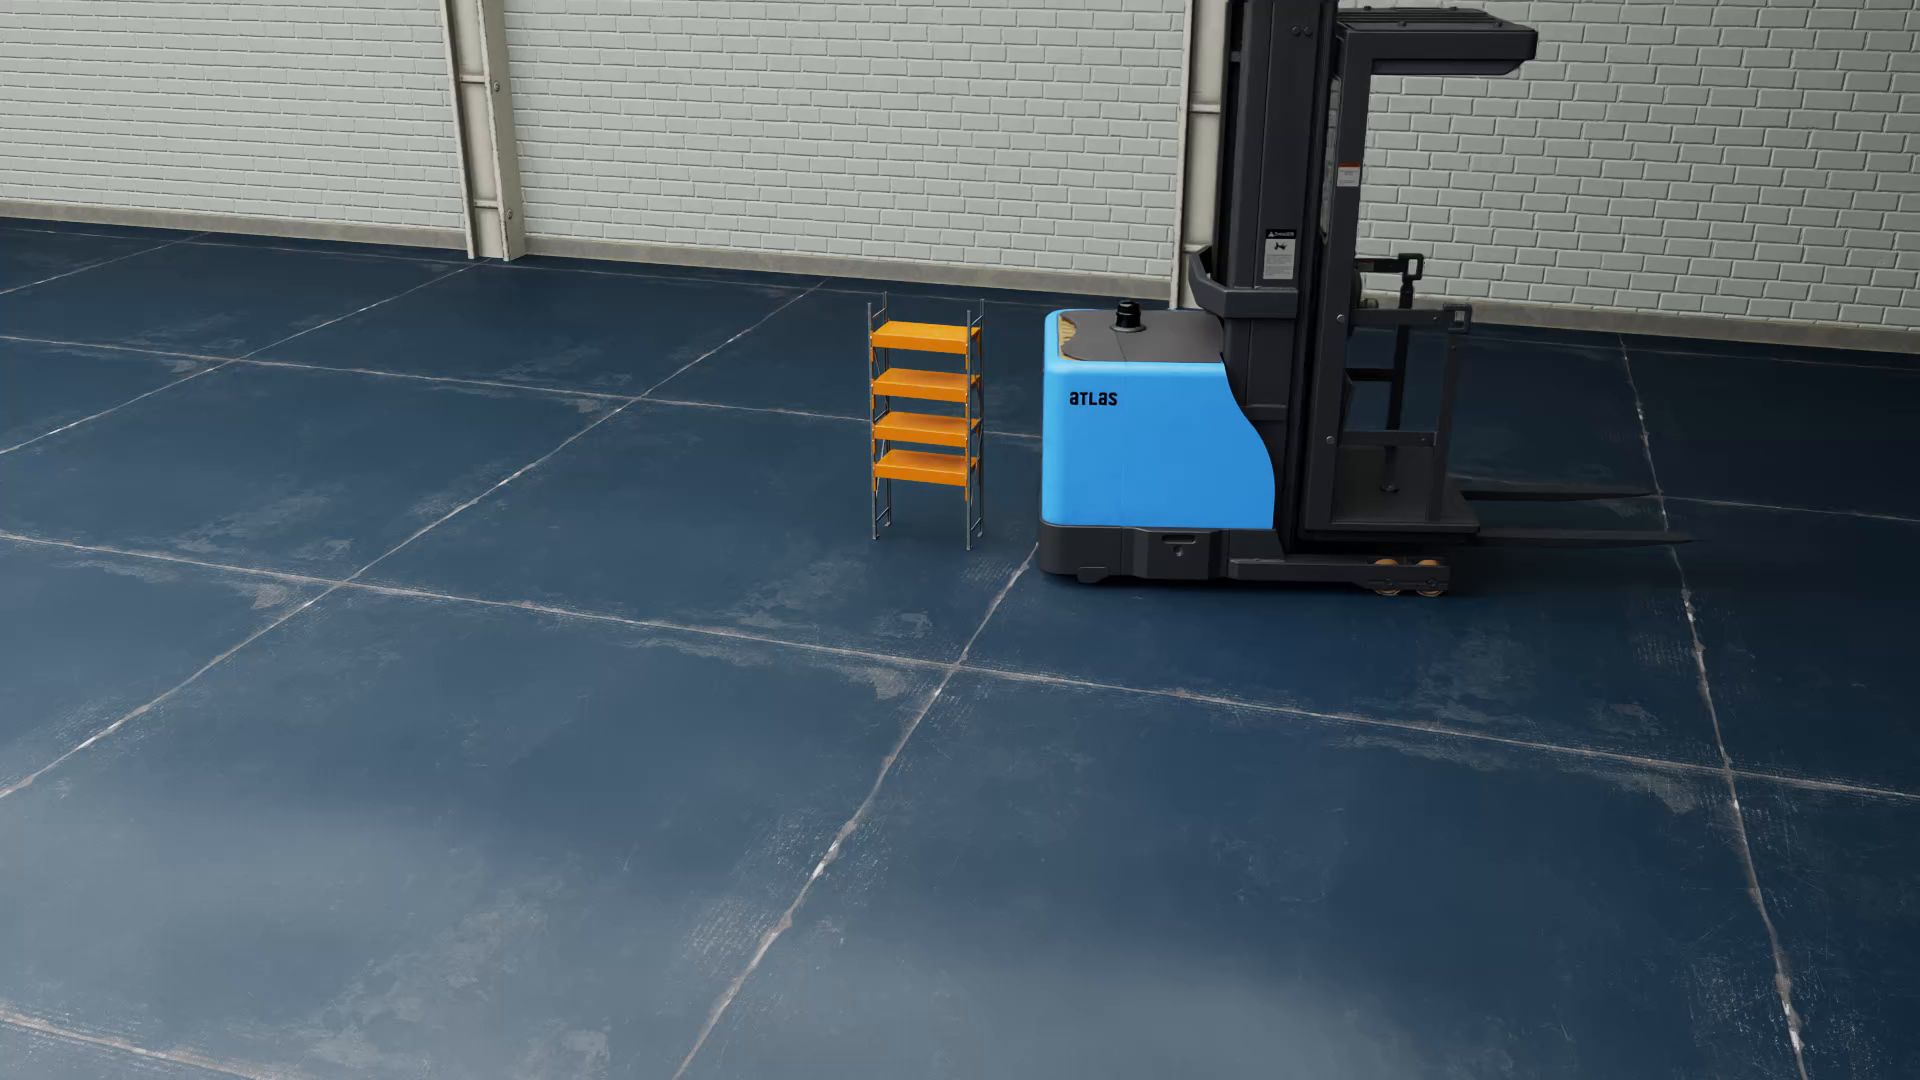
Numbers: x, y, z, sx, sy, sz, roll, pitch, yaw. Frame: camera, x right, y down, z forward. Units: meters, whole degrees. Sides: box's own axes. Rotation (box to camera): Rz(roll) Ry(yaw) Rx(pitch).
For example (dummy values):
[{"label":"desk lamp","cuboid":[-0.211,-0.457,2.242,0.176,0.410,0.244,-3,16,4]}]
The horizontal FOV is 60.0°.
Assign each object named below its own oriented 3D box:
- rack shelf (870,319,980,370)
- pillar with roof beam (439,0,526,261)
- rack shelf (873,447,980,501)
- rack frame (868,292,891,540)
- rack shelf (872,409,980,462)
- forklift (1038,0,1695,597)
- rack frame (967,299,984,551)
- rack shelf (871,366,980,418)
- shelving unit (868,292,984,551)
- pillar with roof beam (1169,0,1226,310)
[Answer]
[{"label":"rack shelf","cuboid":[-0.158,-0.937,7.937,0.480,0.148,0.258,7,23,16]},{"label":"pillar with roof beam","cuboid":[-5.182,-5.023,8.659,0.400,9.000,9.100,7,23,16]},{"label":"rack shelf","cuboid":[-0.158,-0.327,8.187,0.480,0.148,0.258,7,23,16]},{"label":"rack frame","cuboid":[-0.392,-0.600,8.152,0.015,1.200,0.240,7,23,16]},{"label":"rack shelf","cuboid":[-0.158,-0.511,8.112,0.480,0.148,0.258,7,23,16]},{"label":"forklift","cuboid":[1.901,-1.303,7.586,3.031,2.935,1.130,1,22,3]},{"label":"rack frame","cuboid":[0.075,-0.547,8.021,0.015,1.200,0.240,7,23,16]},{"label":"rack shelf","cuboid":[-0.158,-0.718,8.027,0.480,0.148,0.258,7,23,16]},{"label":"shelving unit","cuboid":[-0.158,-0.573,8.087,0.503,1.200,0.258,7,23,16]},{"label":"pillar with roof beam","cuboid":[0.562,-4.366,7.055,0.400,9.000,9.100,7,23,16]}]
